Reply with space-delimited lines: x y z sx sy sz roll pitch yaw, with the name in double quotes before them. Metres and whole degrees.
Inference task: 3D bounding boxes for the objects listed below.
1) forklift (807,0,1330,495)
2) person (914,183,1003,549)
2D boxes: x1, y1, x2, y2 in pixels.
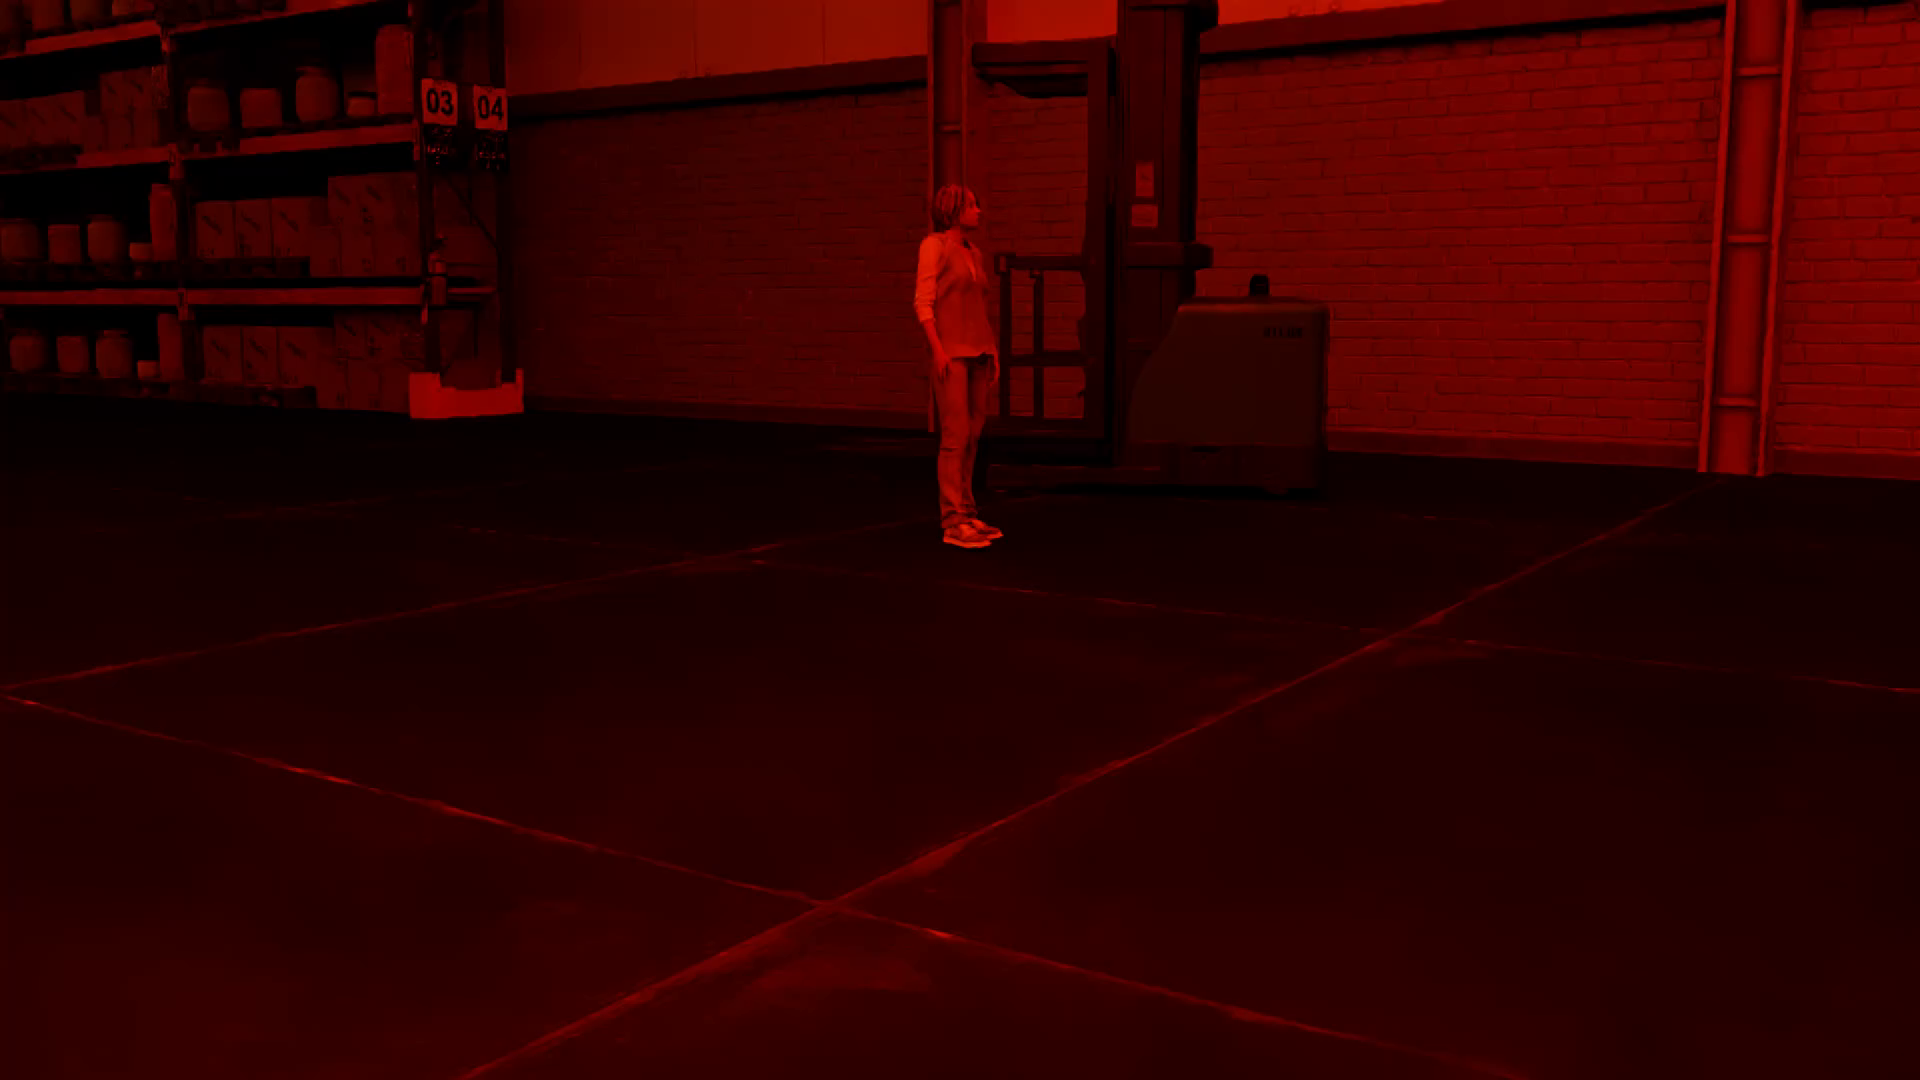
"forklift" 0.631 -1.785 9.745 3.031 2.935 1.130 2 8 14
"person" 0.054 -0.790 7.438 0.474 1.597 0.521 5 10 34
